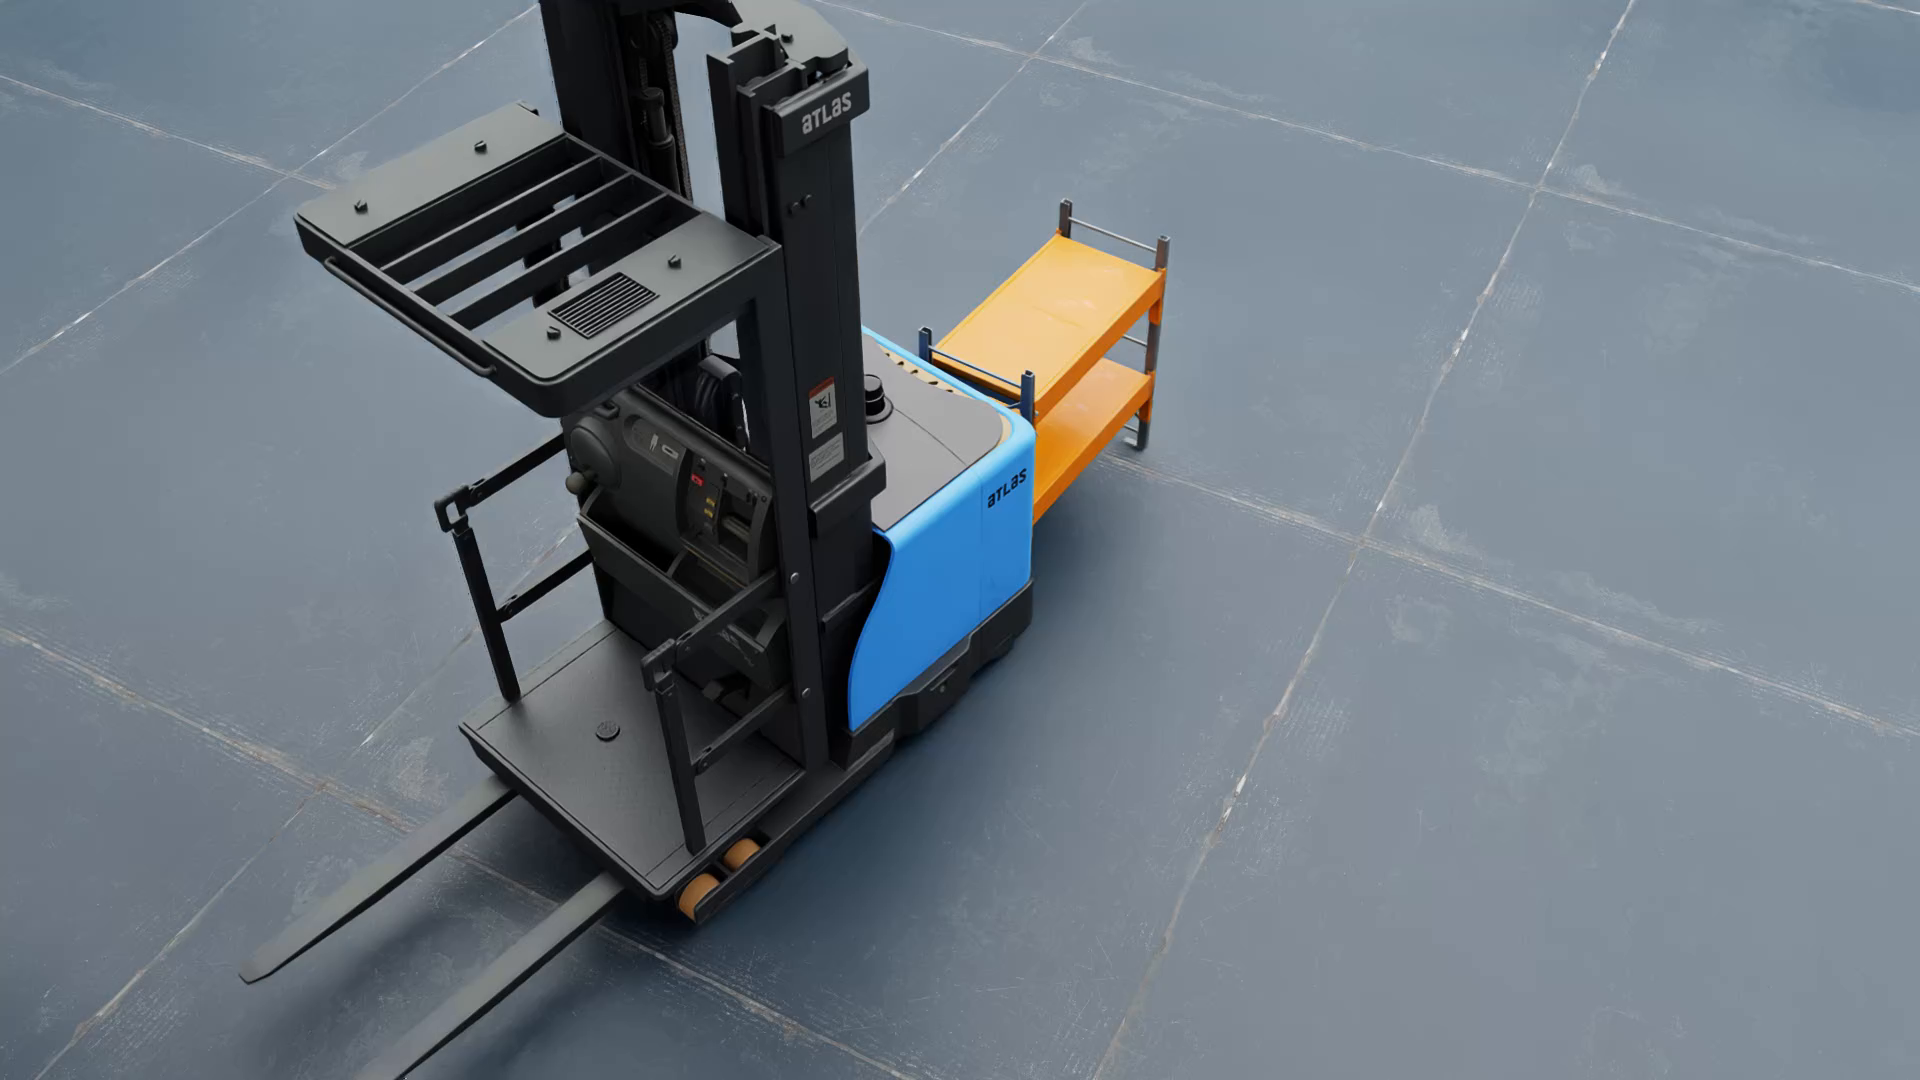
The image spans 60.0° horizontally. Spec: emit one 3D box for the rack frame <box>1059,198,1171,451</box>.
[{"bbox_3d":[0.626,-0.902,7.131,0.500,1.125,0.032,26,51,23],"label":"rack frame"}]

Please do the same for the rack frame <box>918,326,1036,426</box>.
[{"bbox_3d":[0.059,-0.302,6.537,0.500,1.125,0.032,26,51,23],"label":"rack frame"}]

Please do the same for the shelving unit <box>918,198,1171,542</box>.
[{"bbox_3d":[0.343,-0.602,6.834,0.538,1.125,1.048,26,51,23],"label":"shelving unit"}]

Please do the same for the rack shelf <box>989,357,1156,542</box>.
[{"bbox_3d":[0.343,-0.430,7.008,0.538,0.278,1.000,26,51,23],"label":"rack shelf"}]

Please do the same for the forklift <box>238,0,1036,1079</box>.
[{"bbox_3d":[-1.067,-0.130,5.097,1.130,2.935,3.031,32,54,28],"label":"forklift"}]

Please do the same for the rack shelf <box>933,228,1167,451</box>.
[{"bbox_3d":[0.343,-0.808,6.626,0.538,0.278,1.000,26,51,23],"label":"rack shelf"}]
